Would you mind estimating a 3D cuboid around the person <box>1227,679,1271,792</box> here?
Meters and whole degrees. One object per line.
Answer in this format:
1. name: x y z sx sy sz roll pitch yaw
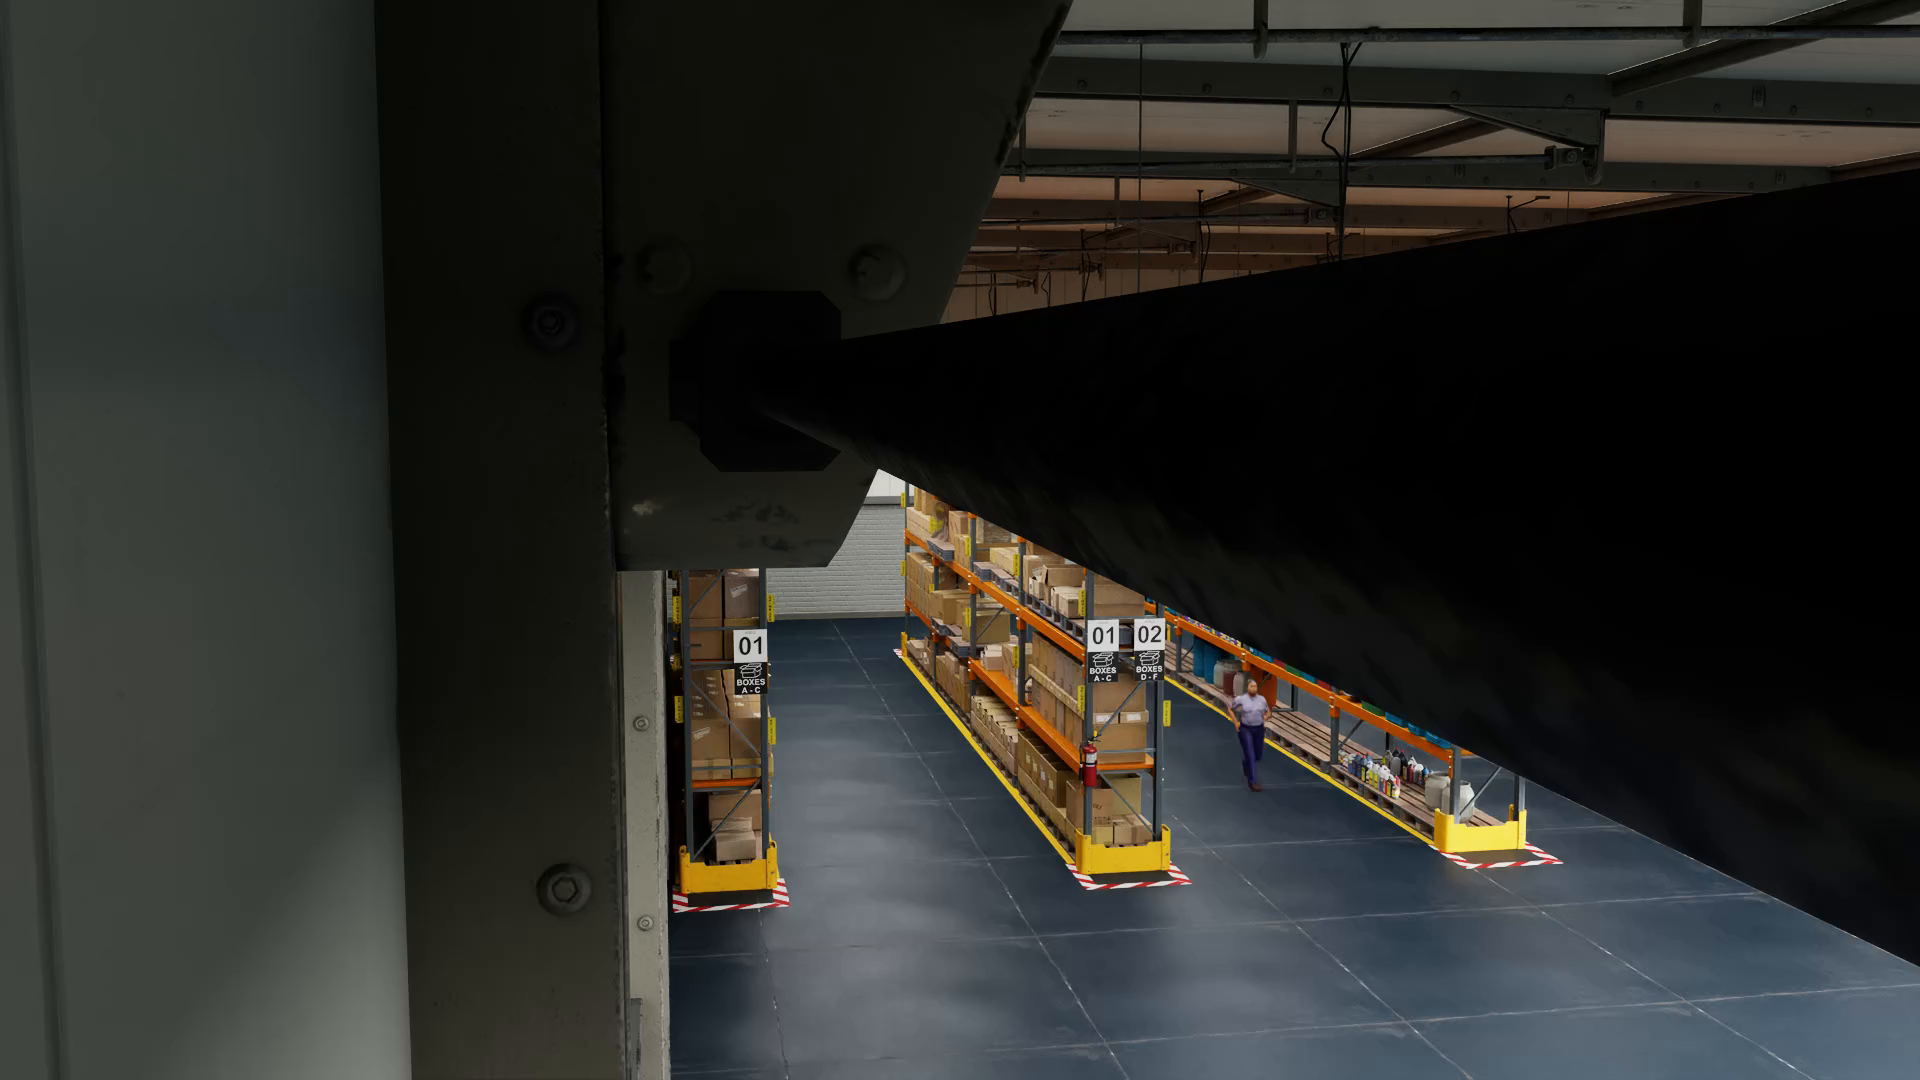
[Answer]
1. person: 4.395 2.912 25.115 0.615 1.612 0.899 -2 6 -15
